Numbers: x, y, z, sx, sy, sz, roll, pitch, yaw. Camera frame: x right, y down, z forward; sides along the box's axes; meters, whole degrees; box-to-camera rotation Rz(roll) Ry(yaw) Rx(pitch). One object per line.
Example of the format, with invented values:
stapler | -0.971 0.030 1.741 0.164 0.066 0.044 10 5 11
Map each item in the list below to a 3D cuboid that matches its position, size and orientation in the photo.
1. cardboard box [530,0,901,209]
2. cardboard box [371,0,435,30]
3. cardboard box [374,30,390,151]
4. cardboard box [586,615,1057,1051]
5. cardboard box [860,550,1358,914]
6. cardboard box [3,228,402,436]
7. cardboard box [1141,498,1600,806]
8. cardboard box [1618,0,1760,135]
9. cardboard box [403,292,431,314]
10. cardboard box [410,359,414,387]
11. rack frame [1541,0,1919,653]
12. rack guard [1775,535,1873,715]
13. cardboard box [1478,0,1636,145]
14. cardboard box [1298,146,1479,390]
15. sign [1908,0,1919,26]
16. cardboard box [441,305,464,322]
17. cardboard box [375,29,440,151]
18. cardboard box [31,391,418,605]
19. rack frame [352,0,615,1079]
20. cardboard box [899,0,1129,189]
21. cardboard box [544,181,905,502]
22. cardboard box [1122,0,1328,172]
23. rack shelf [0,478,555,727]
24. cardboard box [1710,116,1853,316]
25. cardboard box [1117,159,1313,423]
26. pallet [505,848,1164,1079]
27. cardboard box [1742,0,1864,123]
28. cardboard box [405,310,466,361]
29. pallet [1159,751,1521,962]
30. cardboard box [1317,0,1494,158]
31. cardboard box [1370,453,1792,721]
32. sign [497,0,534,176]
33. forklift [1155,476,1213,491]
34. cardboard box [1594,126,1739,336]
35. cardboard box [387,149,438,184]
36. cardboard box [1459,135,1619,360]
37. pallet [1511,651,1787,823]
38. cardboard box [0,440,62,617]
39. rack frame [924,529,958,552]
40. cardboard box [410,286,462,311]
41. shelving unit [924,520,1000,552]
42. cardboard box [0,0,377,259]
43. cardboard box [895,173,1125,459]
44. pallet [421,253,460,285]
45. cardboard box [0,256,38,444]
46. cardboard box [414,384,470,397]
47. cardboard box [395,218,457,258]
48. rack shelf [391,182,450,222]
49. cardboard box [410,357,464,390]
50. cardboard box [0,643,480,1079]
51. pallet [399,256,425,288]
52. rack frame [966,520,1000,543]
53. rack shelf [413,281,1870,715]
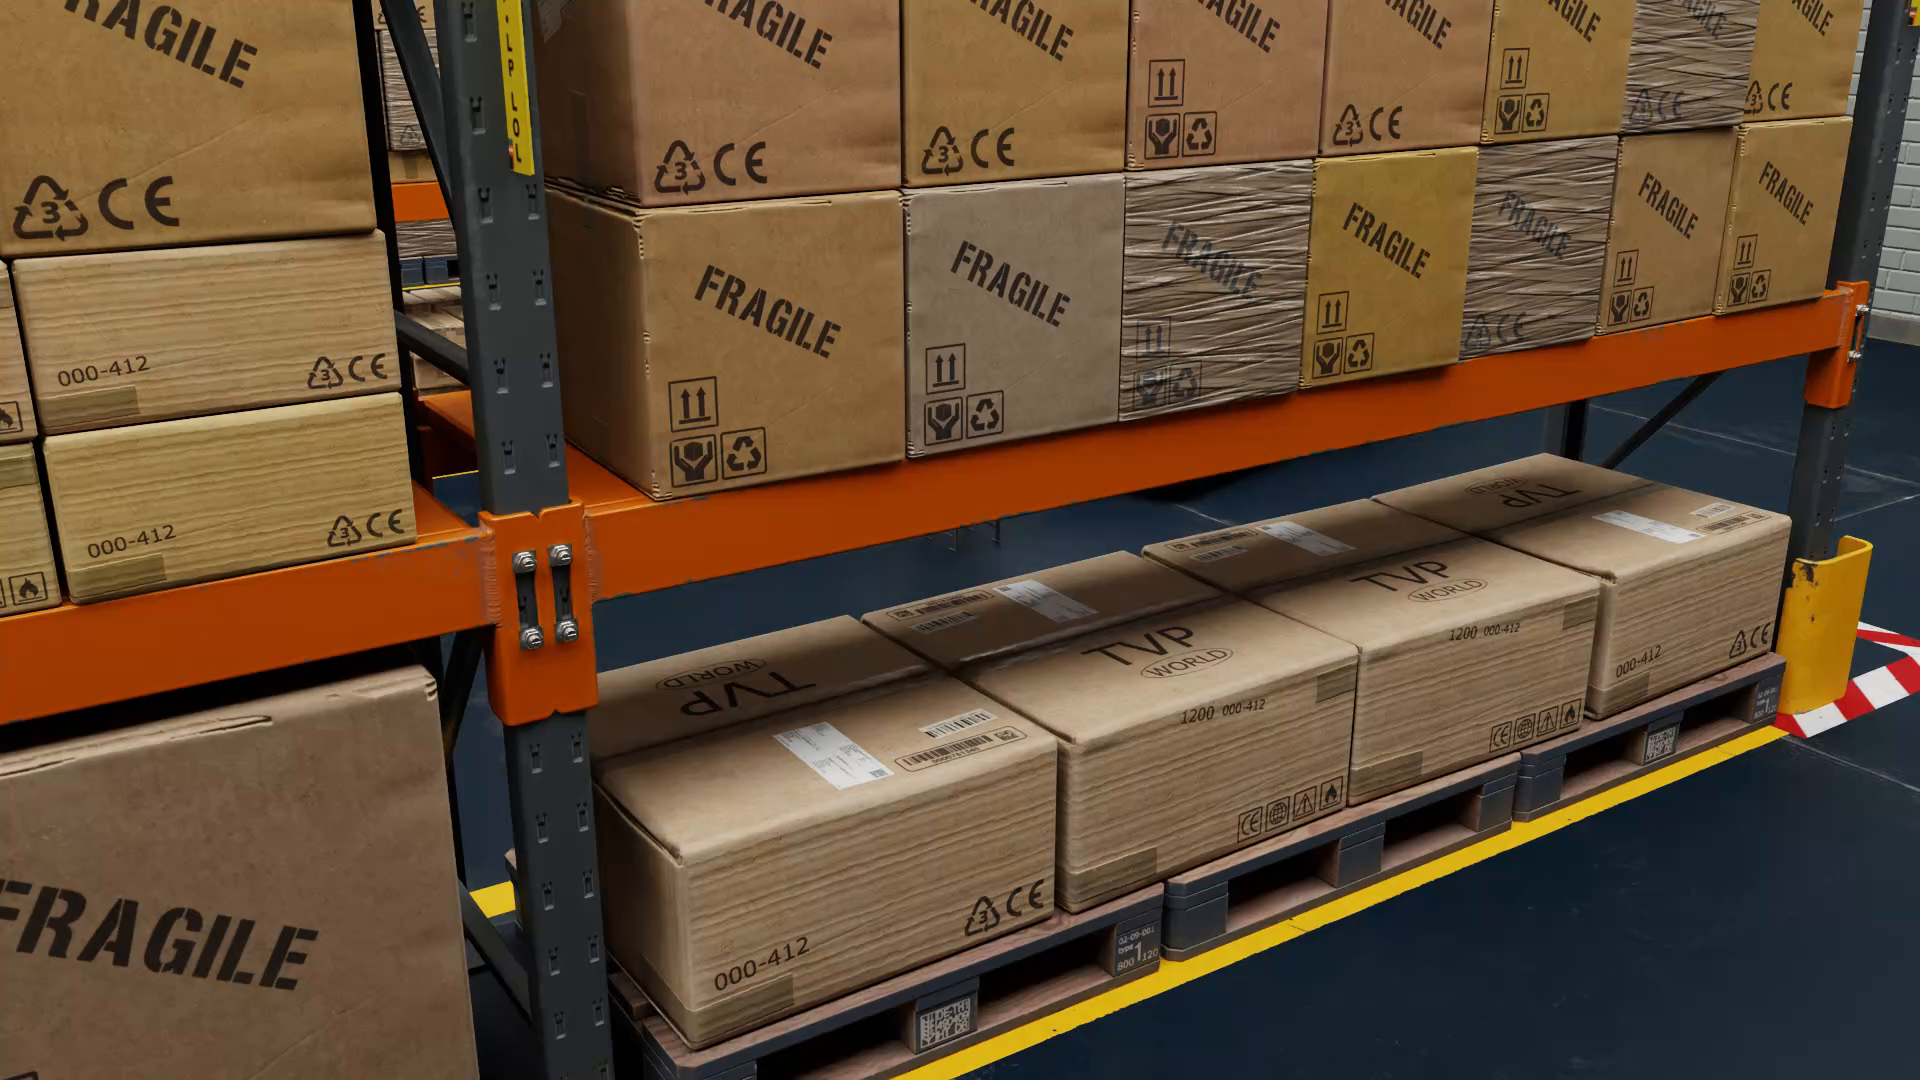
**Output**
cardboard box | -0.448 -0.890 2.975 0.500 0.500 0.500 -12 22 -31
cardboard box | -2.412 -2.508 7.297 0.500 0.500 0.500 -11 22 -31
cardboard box | -2.824 -1.953 7.217 0.500 0.500 0.500 -12 22 -31
cardboard box | -0.395 0.584 3.680 0.875 0.438 0.875 -12 22 -32
cardboard box | 0.352 0.426 4.147 0.875 0.438 0.875 -13 22 -33
cardboard box | -1.213 -0.372 2.617 0.500 0.250 0.500 -12 22 -31
cardboard box | 1.106 0.267 4.615 0.875 0.438 0.875 -11 22 -30
cardboard box | 1.670 -1.326 4.267 0.500 0.500 0.500 -12 22 -31
cardboard box | -2.801 -1.117 8.231 0.250 0.149 0.380 -13 23 -34
cardboard box | -2.734 -0.791 7.732 0.250 0.149 0.380 -13 23 -34
rack frame | 2.362 -1.054 5.179 0.127 3.000 1.000 -12 22 -31
rack guard | 2.382 0.126 5.592 0.348 0.500 1.175 -12 22 -31
cardboard box | 1.255 -1.240 4.012 0.500 0.500 0.500 -12 22 -32
cardboard box | 0.829 -0.674 3.897 0.500 0.500 0.500 -11 22 -30
sign | 2.649 -1.567 4.519 0.005 0.325 0.100 -12 22 -31
cardboard box | -2.292 -1.027 7.965 0.250 0.149 0.380 -13 23 -34
cardboard box | -2.383 -2.032 7.451 0.500 0.500 0.500 -12 22 -33
cardboard box | -1.214 -0.132 2.686 0.500 0.250 0.500 -13 22 -33
rack frame | -0.978 -0.349 3.095 0.127 3.000 1.000 -12 22 -31
cardboard box | -0.022 -0.977 3.233 0.500 0.500 0.500 -12 22 -32
cardboard box | -0.442 -0.409 3.116 0.500 0.500 0.500 -11 22 -30
cardboard box | 0.412 -1.064 3.491 0.500 0.500 0.500 -11 22 -30
rack shelf | -2.649 0.344 2.168 4.000 0.370 1.077 -12 22 -31
cardboard box | 2.105 -0.946 4.702 0.500 0.500 0.500 -12 22 -31
cardboard box | 0.399 -0.583 3.629 0.500 0.500 0.500 -12 22 -31
pallet | -0.300 0.859 3.876 1.213 0.211 1.003 -12 22 -31
cardboard box | 2.091 -1.426 4.563 0.500 0.500 0.500 -11 22 -30
cardboard box | -2.474 -0.957 7.757 0.250 0.149 0.380 -11 22 -30
pallet | 0.720 0.642 4.515 1.213 0.211 1.003 -12 22 -31
cardboard box | 0.834 -1.152 3.752 0.500 0.500 0.500 -12 22 -32
cardboard box | 1.866 0.104 5.099 0.875 0.438 0.875 -13 23 -33
sign | -0.672 -0.717 2.498 0.005 0.325 0.100 -12 22 -31
forklift | 1.479 -2.003 8.093 1.130 2.935 3.031 15 24 37
cardboard box | 1.678 -0.861 4.452 0.500 0.500 0.500 -12 22 -33
cardboard box | -2.523 -1.699 7.478 0.250 0.149 0.380 -11 22 -30
cardboard box | 1.253 -0.768 4.177 0.500 0.500 0.500 -11 22 -30
pallet | 1.738 0.429 5.147 1.213 0.211 1.003 -12 22 -31
cardboard box | -1.640 -0.042 2.421 0.500 0.250 0.500 -12 22 -32
rack frame | -0.078 -0.410 6.552 0.006 0.900 0.240 -12 22 -31
cardboard box | -2.582 -1.168 8.381 0.250 0.149 0.380 -13 23 -33
shelving unit | 0.007 -0.428 6.605 0.210 0.900 0.258 -12 22 -31
cardboard box | -1.213 -0.725 2.487 0.500 0.500 0.500 -11 22 -30
cardboard box | -0.020 -0.497 3.375 0.500 0.500 0.500 -12 22 -31
pallet | -3.713 -2.222 12.987 1.213 0.211 1.003 -12 22 -31
cardboard box | -1.626 -0.282 2.350 0.500 0.250 0.500 -11 22 -30
cardboard box | -2.513 -0.702 7.932 0.250 0.149 0.380 -13 23 -34
cardboard box | -4.339 -2.603 12.422 0.875 0.875 0.875 -12 22 -31
rack shelf | -2.115 -1.667 8.116 4.000 0.370 1.077 -12 22 -31
cardboard box | -2.491 -0.833 7.857 0.250 0.149 0.380 -11 21 -29
cardboard box | -1.452 0.589 2.981 0.875 0.875 0.875 -11 22 -30
pallet | -4.731 -2.008 12.356 1.213 0.211 1.003 -12 22 -31
rack frame | 0.092 -0.446 6.658 0.006 0.900 0.240 -12 22 -31
rack shelf | 0.692 -0.361 4.252 4.000 0.370 1.077 -12 22 -31
